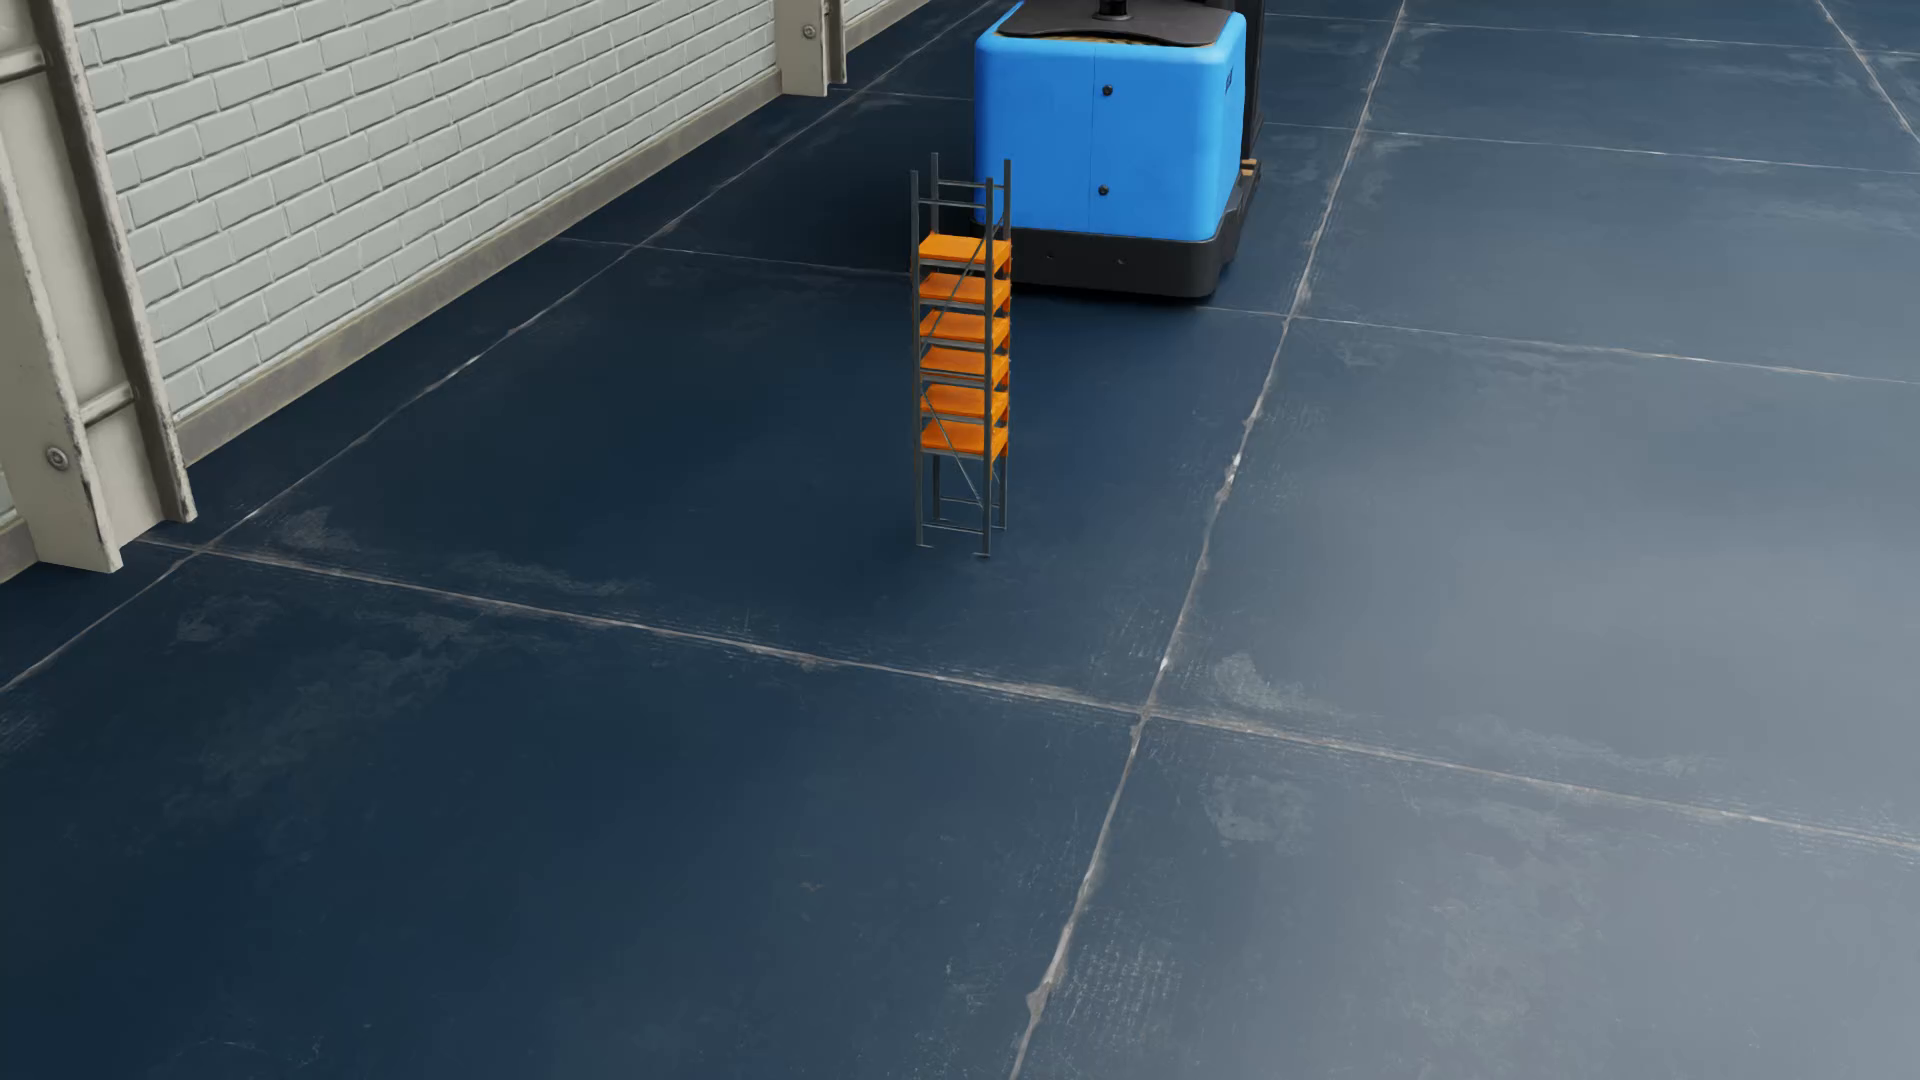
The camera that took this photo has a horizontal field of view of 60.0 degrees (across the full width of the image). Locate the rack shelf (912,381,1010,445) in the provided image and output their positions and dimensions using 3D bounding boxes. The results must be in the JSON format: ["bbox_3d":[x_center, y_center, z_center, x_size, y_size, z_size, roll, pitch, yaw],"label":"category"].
[{"bbox_3d":[0.004,-0.387,5.050,0.258,0.103,0.180,8,30,15],"label":"rack shelf"}]

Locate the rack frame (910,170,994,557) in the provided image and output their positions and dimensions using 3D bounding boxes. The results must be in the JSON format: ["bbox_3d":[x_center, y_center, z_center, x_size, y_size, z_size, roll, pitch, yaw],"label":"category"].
[{"bbox_3d":[-0.023,-0.489,4.894,0.240,1.200,0.006,8,30,15],"label":"rack frame"}]

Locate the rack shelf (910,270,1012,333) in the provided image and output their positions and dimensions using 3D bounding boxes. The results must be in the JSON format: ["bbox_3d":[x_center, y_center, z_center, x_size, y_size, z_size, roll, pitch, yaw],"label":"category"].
[{"bbox_3d":[0.004,-0.702,4.875,0.258,0.103,0.180,8,30,15],"label":"rack shelf"}]

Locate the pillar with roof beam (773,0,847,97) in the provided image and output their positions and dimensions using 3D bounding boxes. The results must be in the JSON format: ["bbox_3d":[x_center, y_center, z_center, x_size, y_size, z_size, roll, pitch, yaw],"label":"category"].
[{"bbox_3d":[3.203,-6.118,6.991,9.100,9.000,0.400,8,30,15],"label":"pillar with roof beam"}]

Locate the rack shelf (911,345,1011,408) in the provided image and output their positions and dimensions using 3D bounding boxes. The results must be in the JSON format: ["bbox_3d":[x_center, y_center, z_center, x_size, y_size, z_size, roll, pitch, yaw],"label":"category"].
[{"bbox_3d":[0.004,-0.492,4.992,0.258,0.103,0.180,8,30,15],"label":"rack shelf"}]

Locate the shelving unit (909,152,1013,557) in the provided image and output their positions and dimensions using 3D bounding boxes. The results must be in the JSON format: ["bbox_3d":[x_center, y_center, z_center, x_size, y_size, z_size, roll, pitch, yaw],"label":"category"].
[{"bbox_3d":[0.004,-0.531,4.970,0.258,1.200,0.189,8,30,15],"label":"shelving unit"}]

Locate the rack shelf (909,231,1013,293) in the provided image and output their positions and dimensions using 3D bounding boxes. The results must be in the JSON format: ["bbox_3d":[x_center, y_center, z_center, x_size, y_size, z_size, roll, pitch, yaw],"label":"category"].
[{"bbox_3d":[0.004,-0.807,4.817,0.258,0.103,0.180,8,30,15],"label":"rack shelf"}]

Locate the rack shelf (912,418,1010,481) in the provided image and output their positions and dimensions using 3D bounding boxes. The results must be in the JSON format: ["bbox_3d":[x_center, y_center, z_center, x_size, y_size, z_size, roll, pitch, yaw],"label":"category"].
[{"bbox_3d":[0.004,-0.282,5.109,0.258,0.103,0.180,8,30,15],"label":"rack shelf"}]

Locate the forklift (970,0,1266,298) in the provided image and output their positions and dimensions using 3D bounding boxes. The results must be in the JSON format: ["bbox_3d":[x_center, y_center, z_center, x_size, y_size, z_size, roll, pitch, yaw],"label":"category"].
[{"bbox_3d":[0.906,-2.990,7.610,1.130,2.935,3.031,7,30,13],"label":"forklift"}]

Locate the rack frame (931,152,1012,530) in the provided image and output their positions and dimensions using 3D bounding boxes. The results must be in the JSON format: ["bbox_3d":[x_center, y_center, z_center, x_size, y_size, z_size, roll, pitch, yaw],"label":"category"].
[{"bbox_3d":[0.031,-0.574,5.047,0.240,1.200,0.006,8,30,15],"label":"rack frame"}]

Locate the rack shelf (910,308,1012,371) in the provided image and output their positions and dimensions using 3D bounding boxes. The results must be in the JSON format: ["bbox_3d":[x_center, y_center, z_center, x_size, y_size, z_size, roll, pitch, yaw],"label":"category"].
[{"bbox_3d":[0.004,-0.597,4.934,0.258,0.103,0.180,8,30,15],"label":"rack shelf"}]

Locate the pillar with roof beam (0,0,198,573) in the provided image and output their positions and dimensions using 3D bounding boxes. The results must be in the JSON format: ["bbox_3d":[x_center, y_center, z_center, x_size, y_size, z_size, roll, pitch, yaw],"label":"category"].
[{"bbox_3d":[1.441,-3.330,1.979,9.100,9.000,0.400,8,30,15],"label":"pillar with roof beam"}]
